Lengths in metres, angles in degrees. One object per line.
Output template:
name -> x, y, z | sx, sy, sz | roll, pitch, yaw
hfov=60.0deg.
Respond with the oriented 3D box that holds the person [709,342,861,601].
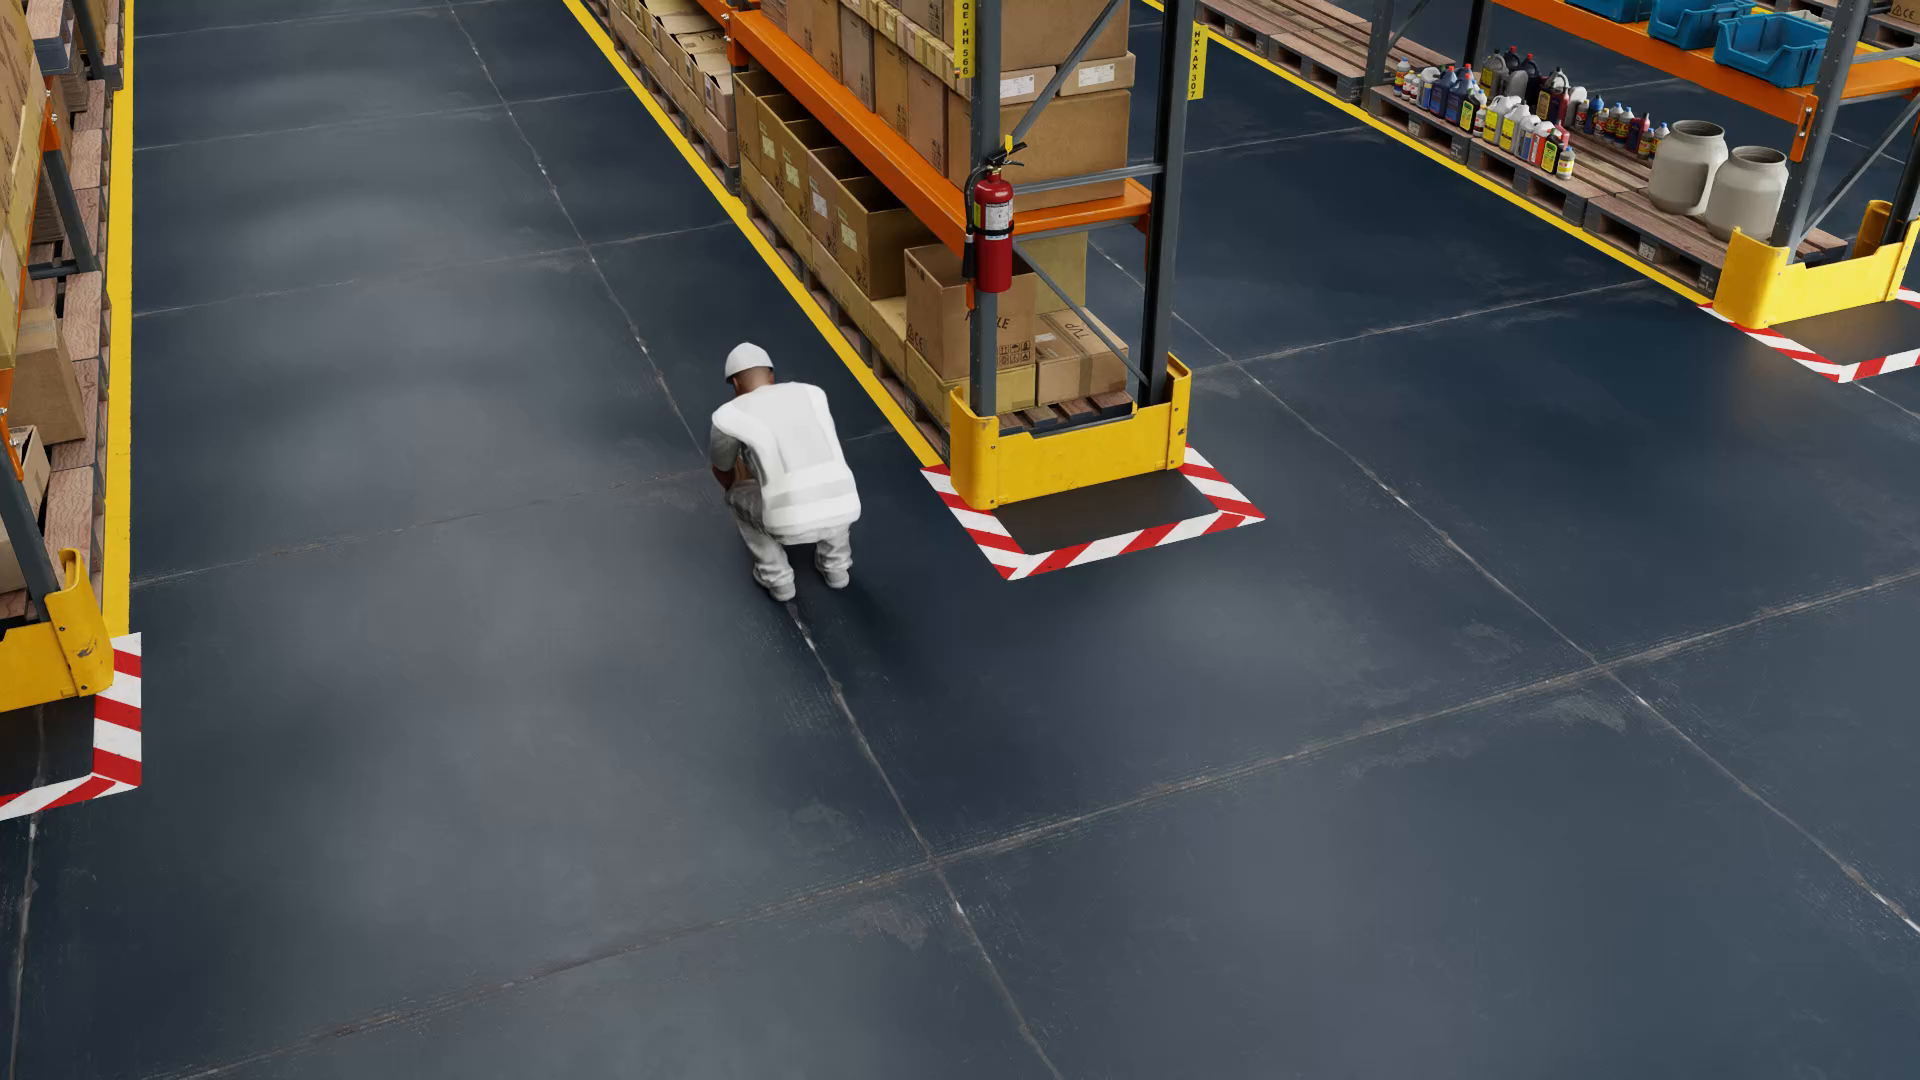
person -> -0.782, -0.298, 7.309 | 0.578, 0.992, 0.907 | -13, 35, -19
